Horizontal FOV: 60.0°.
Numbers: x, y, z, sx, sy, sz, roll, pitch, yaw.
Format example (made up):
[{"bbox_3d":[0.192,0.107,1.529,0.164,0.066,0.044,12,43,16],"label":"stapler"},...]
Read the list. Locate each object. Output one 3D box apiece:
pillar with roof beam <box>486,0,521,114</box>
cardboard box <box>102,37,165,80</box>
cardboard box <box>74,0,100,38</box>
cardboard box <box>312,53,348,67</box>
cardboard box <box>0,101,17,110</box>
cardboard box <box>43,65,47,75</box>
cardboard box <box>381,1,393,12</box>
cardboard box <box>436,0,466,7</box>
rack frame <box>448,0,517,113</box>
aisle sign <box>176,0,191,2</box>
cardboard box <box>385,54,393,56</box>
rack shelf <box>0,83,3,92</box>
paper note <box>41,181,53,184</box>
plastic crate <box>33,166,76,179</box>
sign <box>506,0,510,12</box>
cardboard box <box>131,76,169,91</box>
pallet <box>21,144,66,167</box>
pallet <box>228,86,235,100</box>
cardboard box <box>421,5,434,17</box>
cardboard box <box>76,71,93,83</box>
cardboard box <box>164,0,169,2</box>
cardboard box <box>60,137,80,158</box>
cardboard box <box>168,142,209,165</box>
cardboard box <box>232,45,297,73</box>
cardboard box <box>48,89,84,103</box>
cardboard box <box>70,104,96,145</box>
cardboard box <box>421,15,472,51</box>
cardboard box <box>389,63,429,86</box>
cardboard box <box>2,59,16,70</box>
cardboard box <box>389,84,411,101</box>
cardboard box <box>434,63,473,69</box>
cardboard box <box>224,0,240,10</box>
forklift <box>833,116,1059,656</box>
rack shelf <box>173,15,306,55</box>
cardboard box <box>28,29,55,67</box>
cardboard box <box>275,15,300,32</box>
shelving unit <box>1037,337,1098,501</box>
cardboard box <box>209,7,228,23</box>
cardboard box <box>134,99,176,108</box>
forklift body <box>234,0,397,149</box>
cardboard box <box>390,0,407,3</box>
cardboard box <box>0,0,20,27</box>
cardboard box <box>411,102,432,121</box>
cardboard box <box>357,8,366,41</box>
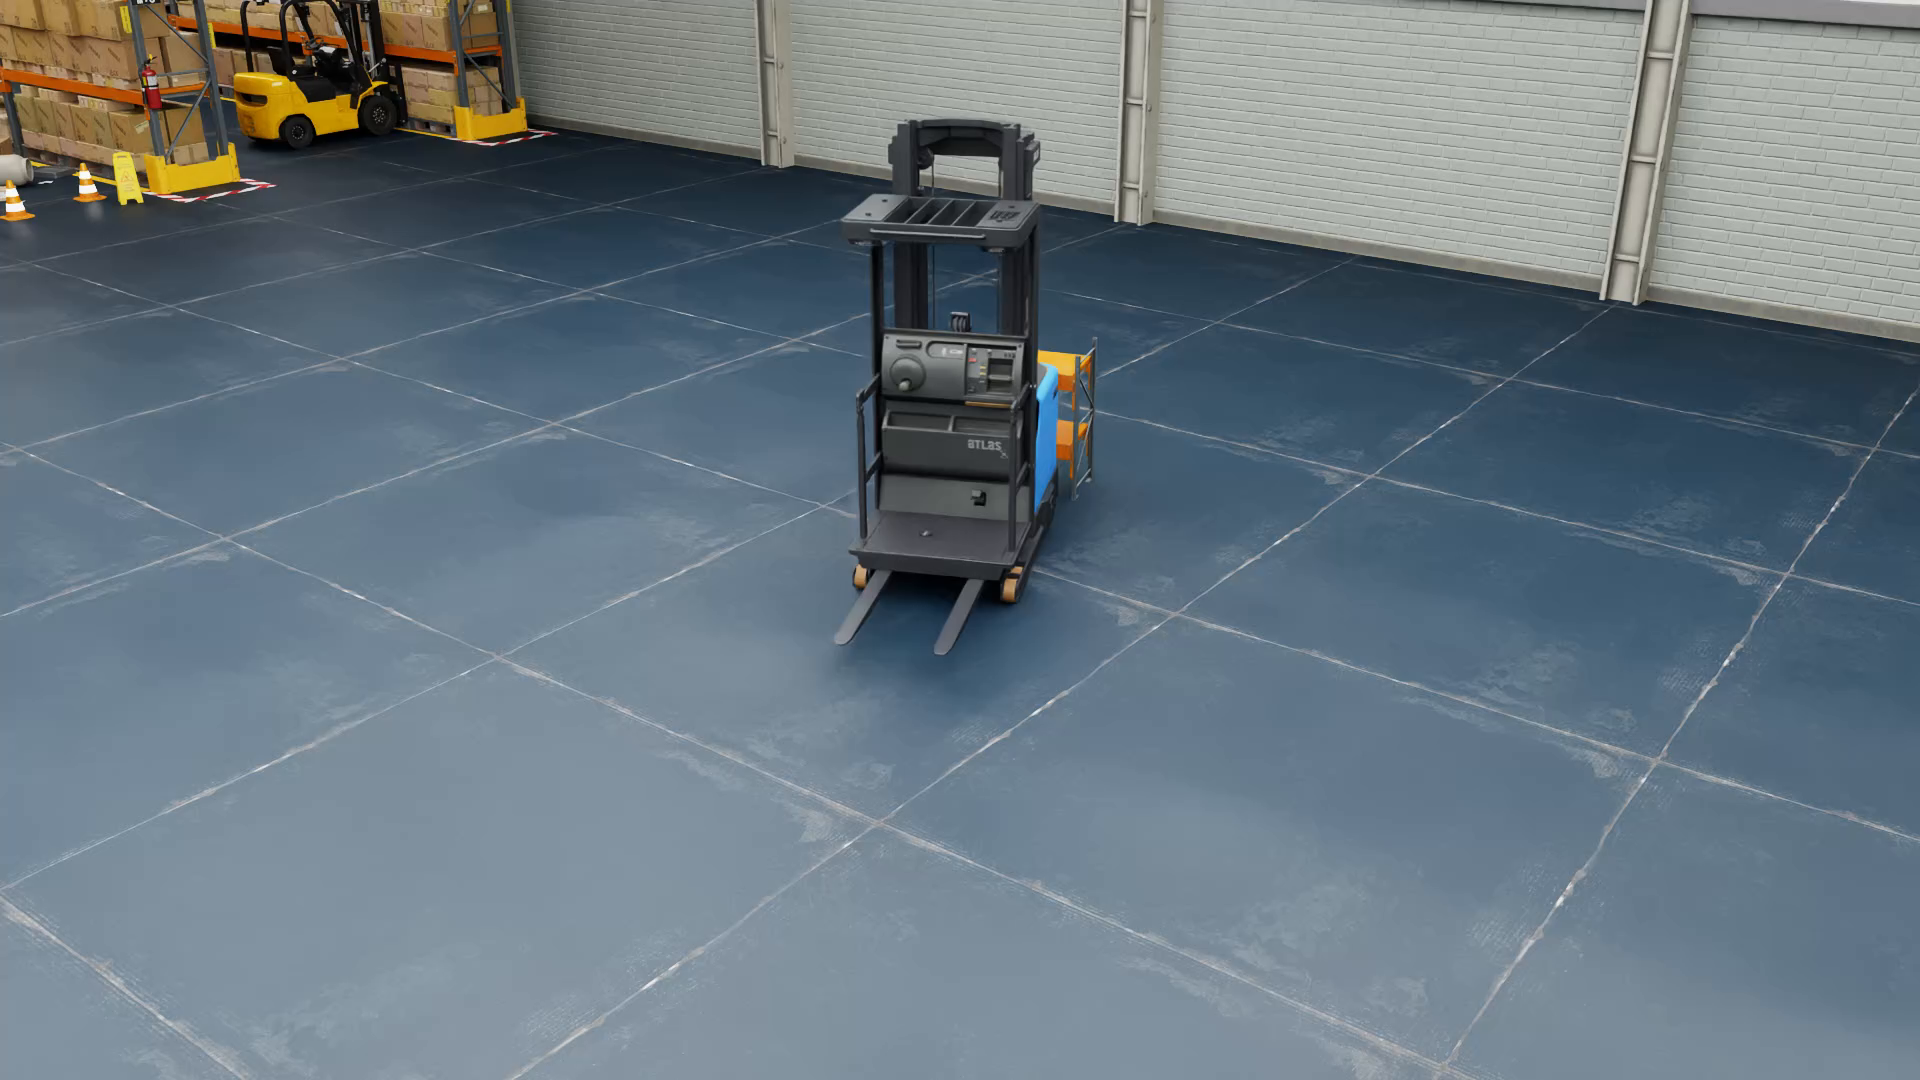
[{"bbox_3d":[-10.011,-9.616,22.413,0.400,9.000,9.100,17,29,33],"label":"pillar with roof beam"},{"bbox_3d":[-10.986,-6.422,22.112,0.500,0.500,0.500,16,29,32],"label":"cardboard box"},{"bbox_3d":[-11.326,-7.015,22.218,0.500,0.500,0.700,17,29,34],"label":"cardboard box"},{"bbox_3d":[-10.414,-7.941,27.701,0.500,0.250,0.500,16,29,33],"label":"cardboard box"},{"bbox_3d":[-14.586,-6.453,25.415,0.625,0.372,0.950,19,30,36],"label":"cardboard box"},{"bbox_3d":[-12.654,-6.646,23.425,0.250,0.149,0.380,17,29,33],"label":"cardboard box"},{"bbox_3d":[-8.899,-8.438,26.253,0.250,0.149,0.380,17,29,34],"label":"cardboard box"},{"bbox_3d":[-7.825,-8.297,25.564,0.250,0.149,0.380,17,29,33],"label":"cardboard box"},{"bbox_3d":[-7.412,-7.800,25.733,0.127,3.000,1.000,17,29,33],"label":"rack frame"},{"bbox_3d":[-10.151,-7.472,21.765,0.004,0.787,0.394,17,29,33],"label":"aisle sign"},{"bbox_3d":[-9.689,-7.984,27.801,0.500,0.250,0.500,16,29,33],"label":"cardboard box"},{"bbox_3d":[-15.187,-7.319,25.534,4.000,0.370,1.077,17,29,33],"label":"rack shelf"},{"bbox_3d":[-12.596,-4.935,22.912,0.148,0.019,0.142,7,25,15],"label":"paper note"},{"bbox_3d":[-12.823,-5.185,23.418,0.583,0.080,0.402,7,25,15],"label":"plastic crate"},{"bbox_3d":[-7.075,-8.410,25.945,0.005,0.325,0.100,17,29,33],"label":"sign"},{"bbox_3d":[-10.814,-6.104,22.195,0.250,0.149,0.380,18,29,35],"label":"cardboard box"},{"bbox_3d":[-13.028,-5.738,24.511,1.213,0.211,1.003,17,29,33],"label":"pallet"},{"bbox_3d":[-12.206,-7.952,29.535,1.213,0.211,1.003,17,29,33],"label":"pallet"},{"bbox_3d":[-8.080,-8.188,25.685,0.250,0.149,0.380,17,29,34],"label":"cardboard box"},{"bbox_3d":[-11.879,-6.391,22.846,0.250,0.149,0.380,16,29,33],"label":"cardboard box"},{"bbox_3d":[-14.570,-9.847,30.169,0.250,0.149,0.380,17,29,34],"label":"cardboard box"},{"bbox_3d":[-12.417,-5.616,23.666,0.500,0.250,0.500,16,29,33],"label":"cardboard box"},{"bbox_3d":[-10.866,-5.416,23.211,0.500,0.250,0.500,17,29,33],"label":"cardboard box"},{"bbox_3d":[-12.256,-8.367,29.443,0.625,0.625,0.875,15,28,31],"label":"cardboard box"},{"bbox_3d":[-12.583,-6.272,23.419,0.250,0.149,0.380,19,30,36],"label":"cardboard box"},{"bbox_3d":[-12.003,-5.834,23.229,0.500,0.500,0.500,16,28,32],"label":"cardboard box"},{"bbox_3d":[-7.964,-7.880,25.790,0.500,0.500,0.500,16,28,32],"label":"cardboard box"},{"bbox_3d":[-8.790,-7.443,26.571,0.500,0.250,0.500,17,29,34],"label":"cardboard box"},{"bbox_3d":[-13.527,-6.870,23.934,0.250,0.149,0.380,17,29,33],"label":"cardboard box"},{"bbox_3d":[-8.810,-7.222,26.691,0.500,0.250,0.500,16,28,32],"label":"cardboard box"},{"bbox_3d":[-8.085,-7.488,26.675,0.500,0.250,0.500,17,29,33],"label":"cardboard box"},{"bbox_3d":[-12.373,-9.339,28.792,0.500,0.250,0.500,17,29,34],"label":"cardboard box"},{"bbox_3d":[-0.093,-1.093,10.596,1.130,2.935,3.031,5,24,11],"label":"forklift"},{"bbox_3d":[-12.213,-8.922,29.171,4.000,0.370,1.077,17,29,33],"label":"rack shelf"},{"bbox_3d":[-12.593,-6.911,23.222,0.500,0.500,0.500,17,29,33],"label":"cardboard box"},{"bbox_3d":[-11.173,-8.736,28.043,0.500,0.250,0.500,18,29,34],"label":"cardboard box"},{"bbox_3d":[0.449,-0.971,12.559,1.048,1.125,0.538,8,25,18],"label":"shelving unit"},{"bbox_3d":[-12.789,-9.234,29.174,0.500,0.250,0.500,16,28,32],"label":"cardboard box"},{"bbox_3d":[-11.306,-5.890,23.356,0.500,0.500,0.500,16,28,31],"label":"cardboard box"},{"bbox_3d":[-10.024,-7.282,25.609,1.214,2.155,2.313,17,29,33],"label":"forklift body"},{"bbox_3d":[-8.697,-8.513,26.053,0.250,0.149,0.380,18,29,35],"label":"cardboard box"},{"bbox_3d":[-12.969,-7.497,23.313,0.500,0.500,0.700,17,29,34],"label":"cardboard box"},{"bbox_3d":[-8.370,-6.869,26.509,0.500,0.250,0.500,17,29,33],"label":"cardboard box"},{"bbox_3d":[-9.582,-8.379,26.922,0.500,0.500,0.500,16,29,33],"label":"cardboard box"}]
